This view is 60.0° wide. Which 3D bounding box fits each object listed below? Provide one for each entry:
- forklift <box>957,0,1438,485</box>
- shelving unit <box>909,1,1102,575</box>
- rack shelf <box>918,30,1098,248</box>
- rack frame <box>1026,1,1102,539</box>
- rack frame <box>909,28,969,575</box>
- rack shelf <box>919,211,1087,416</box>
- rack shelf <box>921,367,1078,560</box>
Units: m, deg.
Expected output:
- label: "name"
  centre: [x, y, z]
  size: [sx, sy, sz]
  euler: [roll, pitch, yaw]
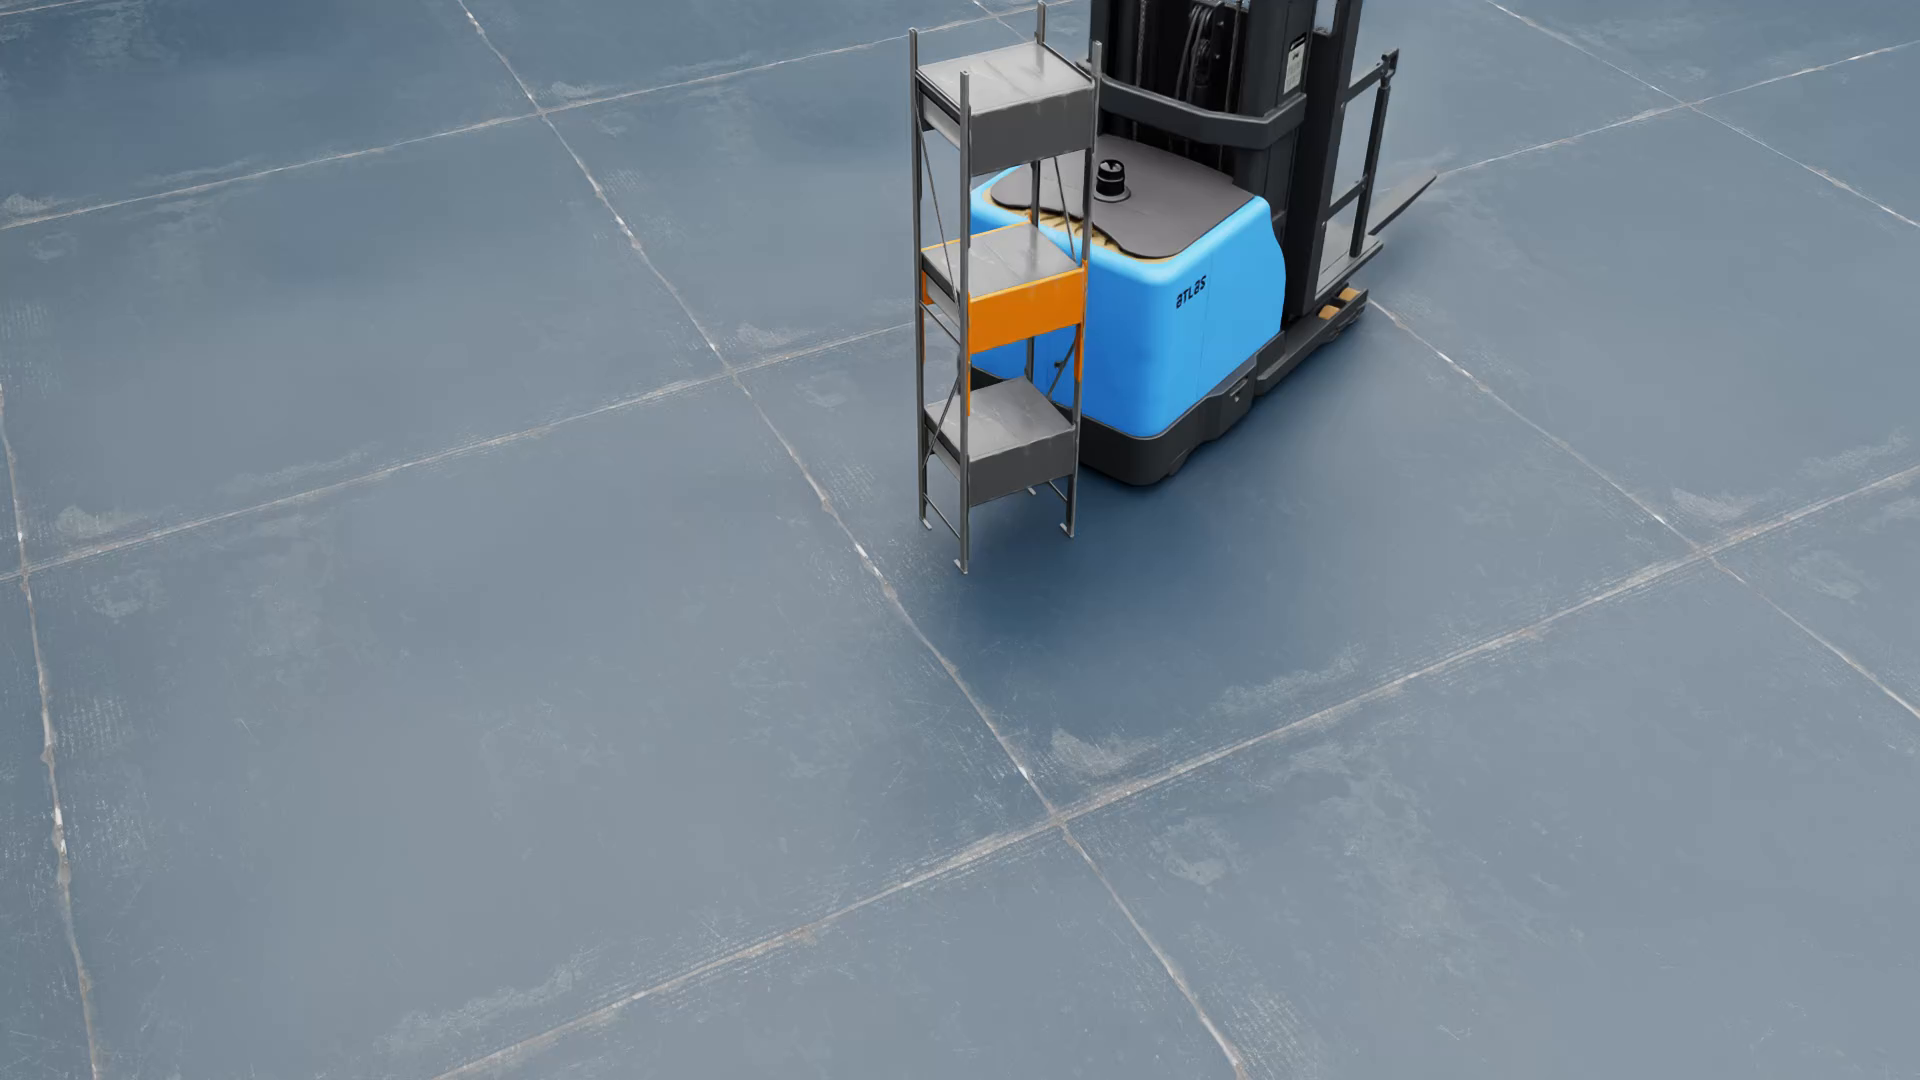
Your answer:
- label: "forklift"
  centre: [1.294, -2.239, 7.127]
  size: [1.130, 2.935, 3.031]
  euler: [27, 47, 28]
- label: "shelving unit"
  centre: [0.147, -0.851, 6.130]
  size: [0.503, 2.100, 0.431]
  euler: [-19, 44, -21]
- label: "rack shelf"
  centre: [0.147, -1.375, 5.687]
  size: [0.480, 0.518, 0.431]
  euler: [-19, 44, -21]
- label: "rack frame"
  centre: [0.363, -0.924, 6.216]
  size: [0.015, 2.100, 0.400]
  euler: [-19, 44, -21]
- label: "rack frame"
  centre: [-0.070, -0.778, 6.044]
  size: [0.015, 2.100, 0.400]
  euler: [-19, 44, -21]
- label: "rack shelf"
  centre: [0.147, -0.840, 6.139]
  size: [0.480, 0.518, 0.431]
  euler: [-19, 44, -21]
- label: "rack shelf"
  centre: [0.147, -0.306, 6.591]
  size: [0.480, 0.518, 0.431]
  euler: [-19, 44, -21]
